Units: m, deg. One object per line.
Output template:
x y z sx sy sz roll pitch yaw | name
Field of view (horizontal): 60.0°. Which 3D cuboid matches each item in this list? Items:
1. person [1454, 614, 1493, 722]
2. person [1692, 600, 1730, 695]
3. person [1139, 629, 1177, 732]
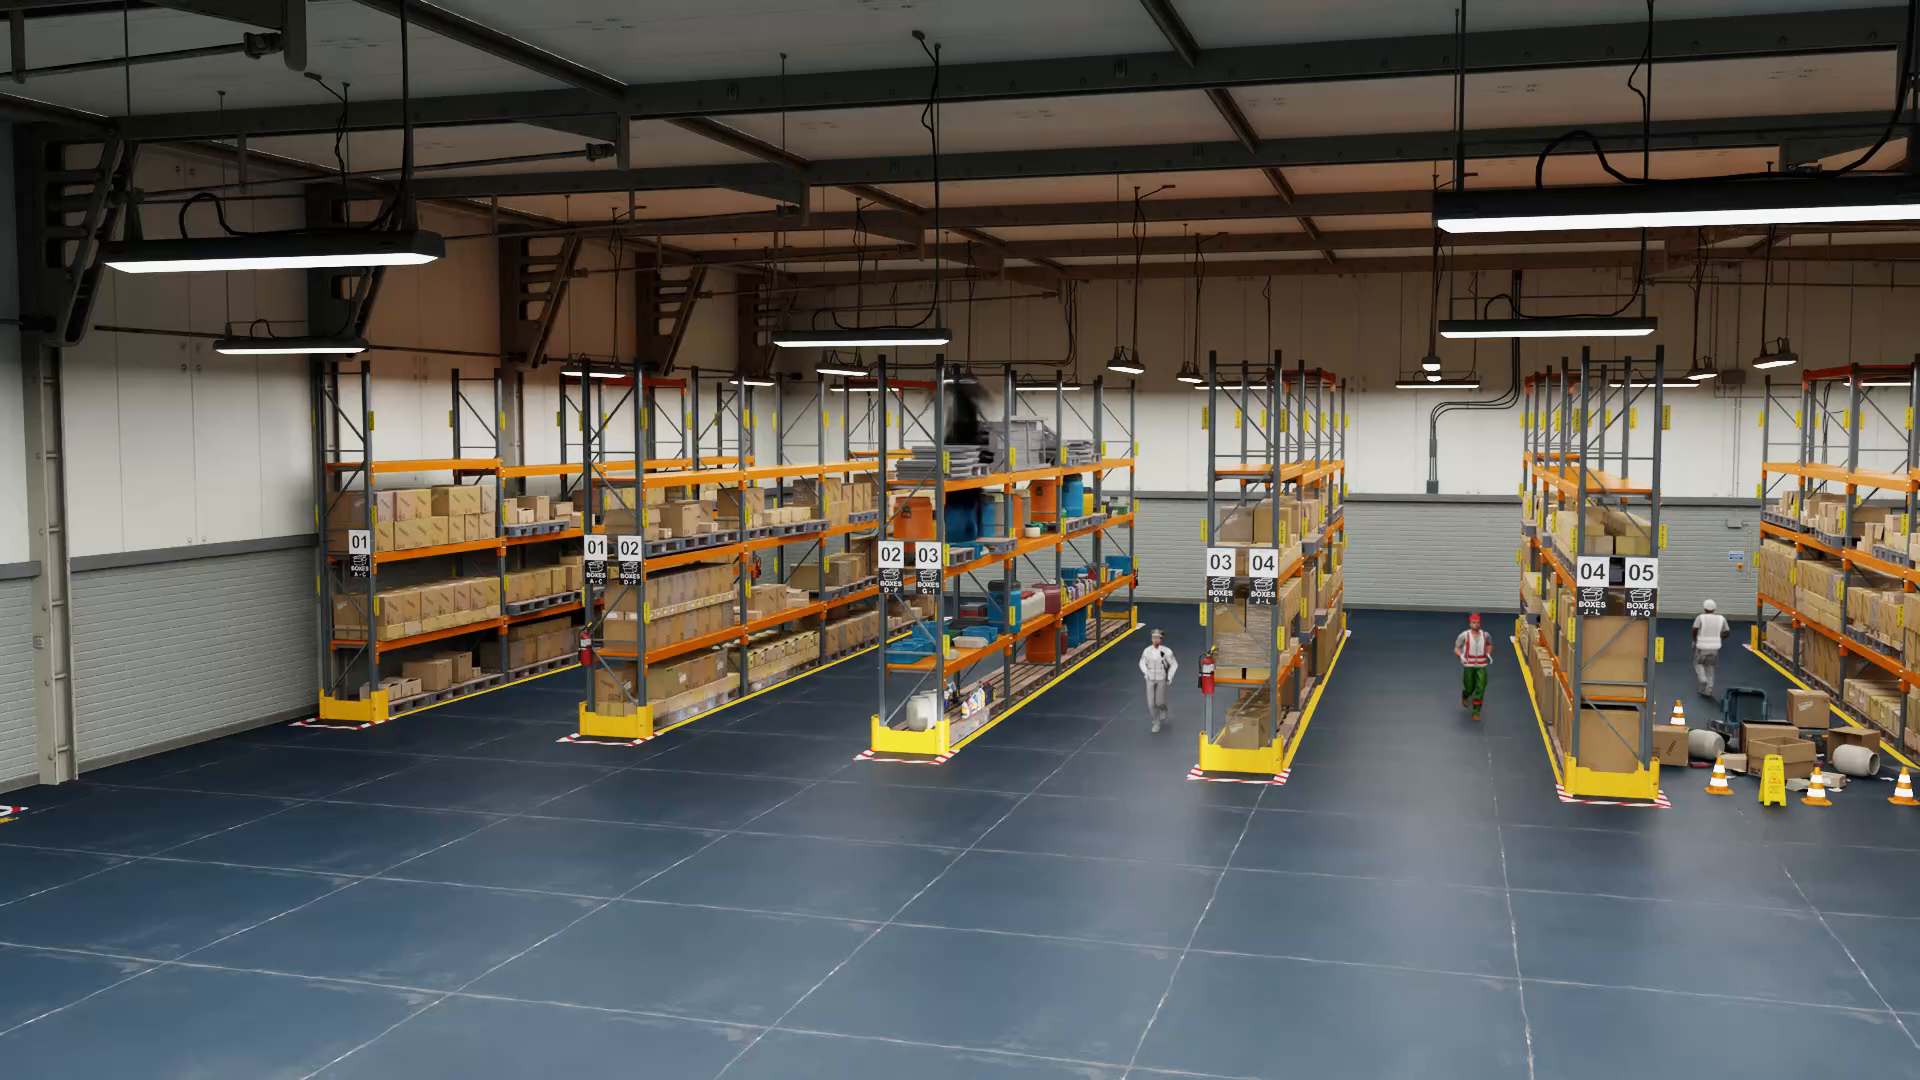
8.656 2.127 27.976 0.658 1.771 0.863 0 4 5 | person
13.690 1.957 30.410 0.682 1.740 0.590 1 4 8 | person
3.192 2.264 26.932 0.616 1.660 0.554 1 4 20 | person
